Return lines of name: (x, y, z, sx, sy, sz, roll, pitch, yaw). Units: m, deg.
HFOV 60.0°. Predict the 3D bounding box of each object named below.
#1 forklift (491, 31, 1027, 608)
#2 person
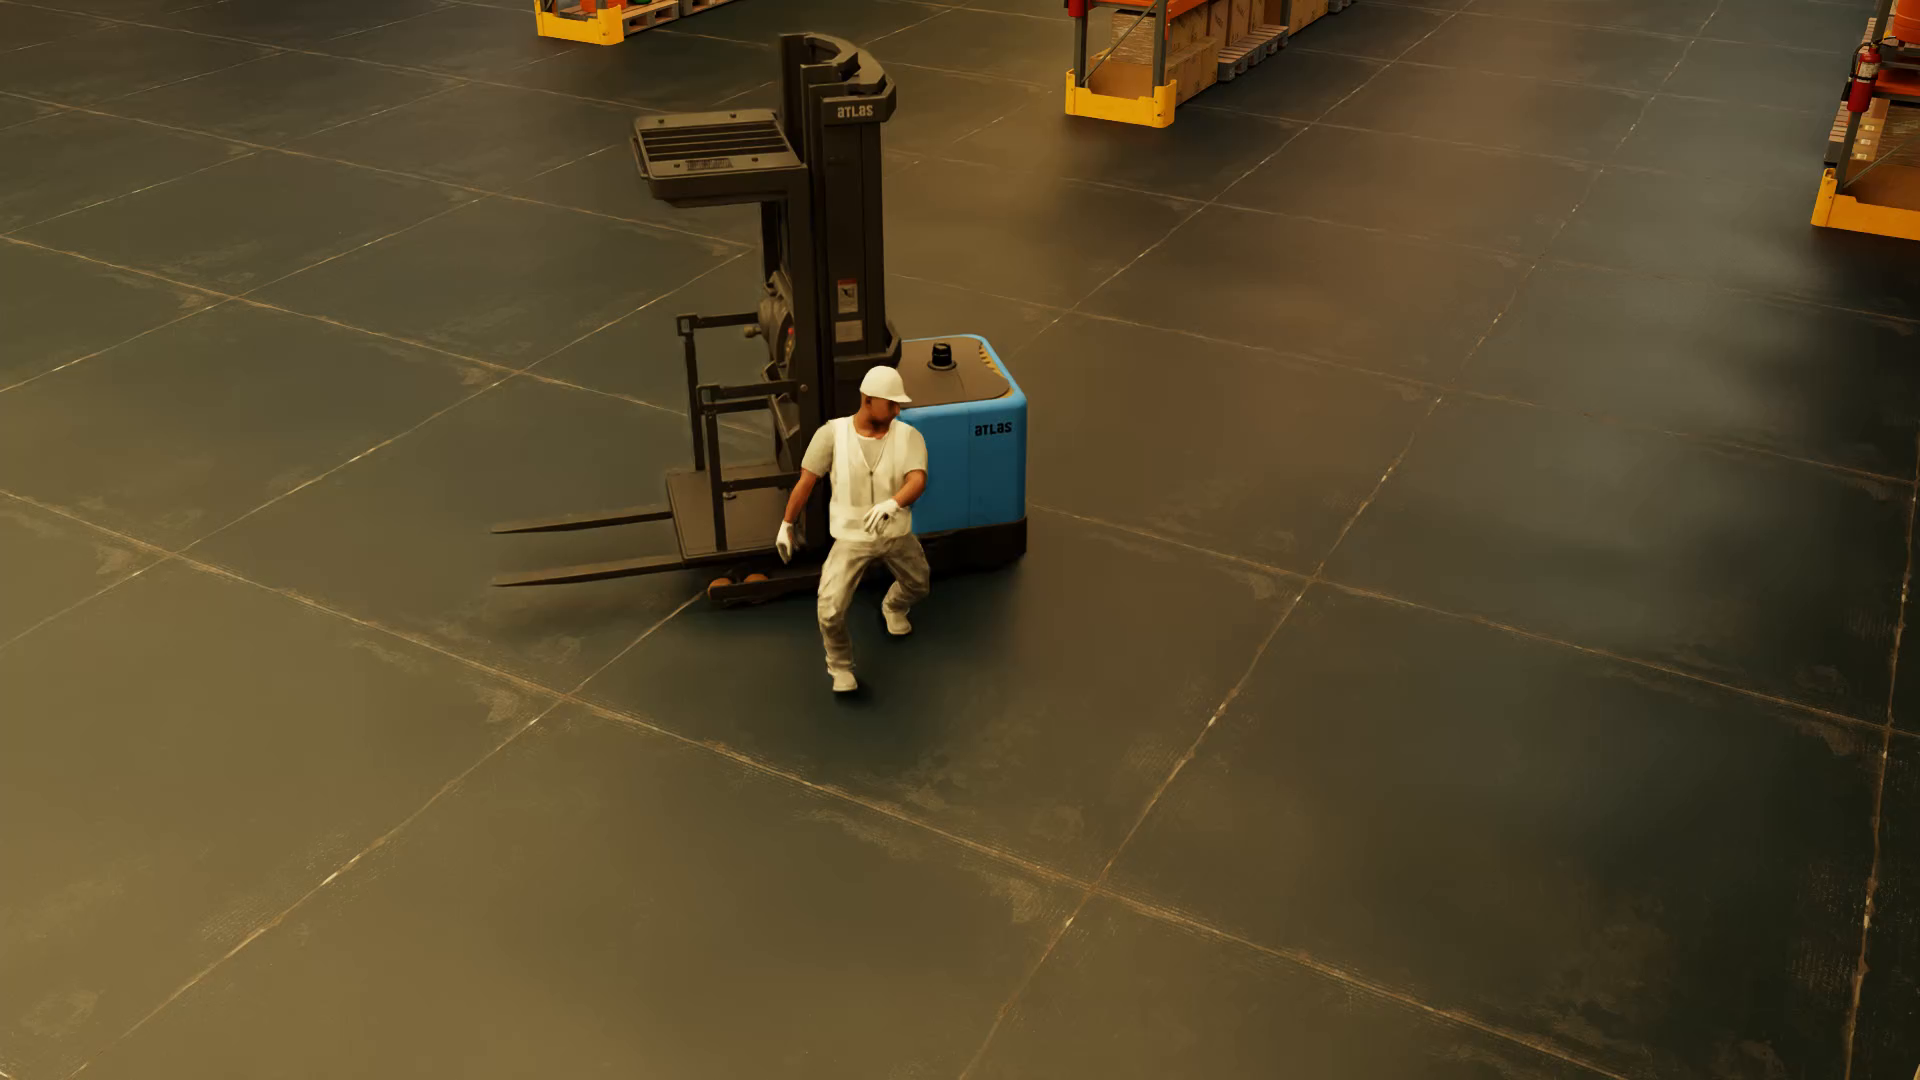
forklift: (-1.185, -1.178, 9.112, 3.031, 2.935, 1.130, -7, 31, -12)
person: (-0.524, -0.026, 8.403, 0.803, 1.659, 0.869, -10, 32, -17)
